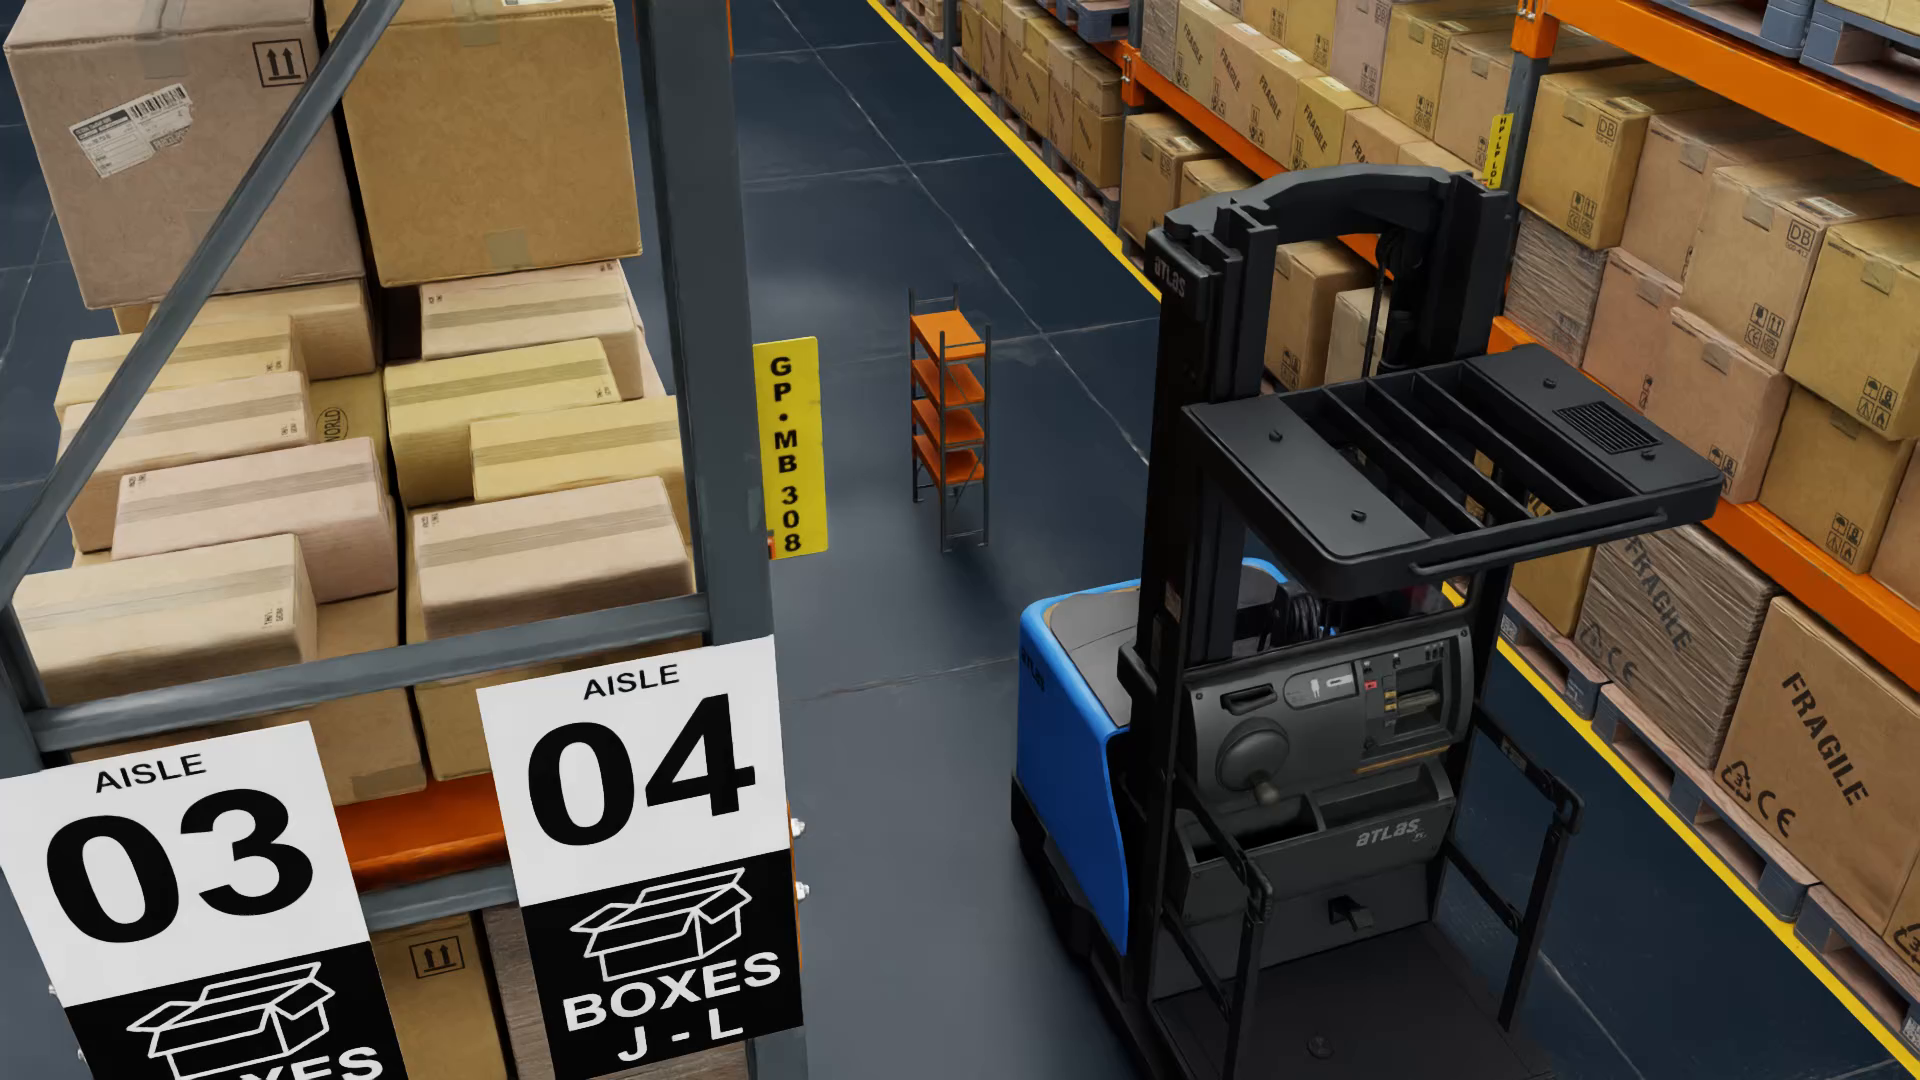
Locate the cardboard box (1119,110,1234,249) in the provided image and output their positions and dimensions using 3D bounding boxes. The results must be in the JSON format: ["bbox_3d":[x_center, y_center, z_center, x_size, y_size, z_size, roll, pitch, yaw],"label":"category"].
[{"bbox_3d":[1.668,-2.290,10.654,1.050,0.750,0.750,-10,35,-15],"label":"cardboard box"}]

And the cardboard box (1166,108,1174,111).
[{"bbox_3d":[1.595,-2.935,11.857,0.500,0.500,0.500,-11,35,-17],"label":"cardboard box"}]

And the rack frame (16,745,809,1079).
[{"bbox_3d":[-0.746,1.593,3.118,1.000,3.000,0.127,-10,35,-15],"label":"rack frame"}]

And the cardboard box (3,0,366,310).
[{"bbox_3d":[-1.460,-0.804,3.211,0.500,0.500,0.500,-10,35,-15],"label":"cardboard box"}]

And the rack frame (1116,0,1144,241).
[{"bbox_3d":[1.568,-3.388,10.656,1.000,3.000,0.127,-10,35,-15],"label":"rack frame"}]

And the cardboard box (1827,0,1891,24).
[{"bbox_3d":[2.966,-1.735,5.190,0.380,0.149,0.250,-10,35,-15],"label":"cardboard box"}]

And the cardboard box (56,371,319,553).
[{"bbox_3d":[-1.284,-0.137,2.790,0.380,0.149,0.250,-12,35,-17],"label":"cardboard box"}]

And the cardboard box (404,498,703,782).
[{"bbox_3d":[-0.647,0.108,2.781,0.500,0.250,0.500,-9,35,-13],"label":"cardboard box"}]

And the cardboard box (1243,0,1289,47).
[{"bbox_3d":[2.010,-3.075,9.185,0.700,0.500,0.500,-11,35,-15],"label":"cardboard box"}]

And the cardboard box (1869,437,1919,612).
[{"bbox_3d":[3.612,-0.038,5.450,0.875,0.550,0.550,-10,35,-15],"label":"cardboard box"}]

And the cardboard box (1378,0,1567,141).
[{"bbox_3d":[2.472,-2.276,7.976,0.700,0.500,0.500,-11,35,-16],"label":"cardboard box"}]

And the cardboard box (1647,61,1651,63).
[{"bbox_3d":[5.852,-4.408,13.746,0.875,0.875,0.875,-10,35,-14],"label":"cardboard box"}]

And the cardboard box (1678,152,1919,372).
[{"bbox_3d":[3.180,-1.026,5.966,0.875,0.550,0.550,-10,35,-15],"label":"cardboard box"}]

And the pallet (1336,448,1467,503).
[{"bbox_3d":[2.481,-0.517,8.841,1.003,0.211,1.213,-10,35,-15],"label":"pallet"}]

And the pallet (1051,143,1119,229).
[{"bbox_3d":[1.331,-2.635,12.046,1.003,0.211,1.213,-10,35,-15],"label":"pallet"}]

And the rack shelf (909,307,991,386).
[{"bbox_3d":[-0.050,-0.915,7.834,0.258,0.148,0.480,-10,35,-15],"label":"rack shelf"}]

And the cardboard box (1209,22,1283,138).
[{"bbox_3d":[1.759,-2.617,9.399,0.500,0.500,0.500,-10,35,-15],"label":"cardboard box"}]

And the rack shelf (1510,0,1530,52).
[{"bbox_3d":[2.178,-3.289,8.439,1.077,0.370,4.000,-10,35,-15],"label":"rack shelf"}]

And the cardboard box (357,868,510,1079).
[{"bbox_3d":[-1.149,0.763,3.107,0.500,0.500,0.500,-10,35,-15],"label":"cardboard box"}]

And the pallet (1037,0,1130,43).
[{"bbox_3d":[1.249,-3.664,11.248,1.213,0.211,1.003,-10,35,-15],"label":"pallet"}]

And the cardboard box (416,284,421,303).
[{"bbox_3d":[-0.974,-0.634,3.542,0.380,0.149,0.250,-12,35,-17],"label":"cardboard box"}]

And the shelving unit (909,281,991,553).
[{"bbox_3d":[-0.050,-0.587,8.051,0.258,1.200,0.503,-10,35,-15],"label":"shelving unit"}]

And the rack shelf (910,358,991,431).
[{"bbox_3d":[-0.050,-0.718,7.965,0.258,0.148,0.480,-10,35,-15],"label":"rack shelf"}]

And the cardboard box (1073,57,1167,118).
[{"bbox_3d":[1.110,-3.148,11.500,0.500,0.250,0.500,-11,35,-16],"label":"cardboard box"}]

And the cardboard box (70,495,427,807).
[{"bbox_3d":[-1.135,0.194,2.651,0.500,0.250,0.500,-9,35,-14],"label":"cardboard box"}]

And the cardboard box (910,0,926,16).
[{"bbox_3d":[-0.238,-4.901,15.151,0.380,0.149,0.250,-11,35,-16],"label":"cardboard box"}]

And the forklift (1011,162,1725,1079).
[{"bbox_3d":[1.176,0.572,4.726,1.130,2.935,3.031,-11,35,-16],"label":"forklift"}]

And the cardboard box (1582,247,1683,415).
[{"bbox_3d":[3.101,-0.874,6.716,0.875,0.550,0.550,-10,35,-15],"label":"cardboard box"}]

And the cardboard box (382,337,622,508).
[{"bbox_3d":[-0.791,-0.210,2.900,0.380,0.149,0.250,-11,35,-16],"label":"cardboard box"}]

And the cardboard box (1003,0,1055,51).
[{"bbox_3d":[0.638,-3.953,12.718,0.500,0.250,0.500,-9,34,-13],"label":"cardboard box"}]

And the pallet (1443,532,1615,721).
[{"bbox_3d":[2.946,0.288,7.623,1.003,0.211,1.213,-10,35,-15],"label":"pallet"}]

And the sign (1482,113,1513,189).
[{"bbox_3d":[2.274,-1.642,7.035,0.100,0.325,0.005,-10,35,-15],"label":"sign"}]

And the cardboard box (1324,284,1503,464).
[{"bbox_3d":[2.513,-0.835,8.453,1.050,0.750,0.750,-10,35,-15],"label":"cardboard box"}]

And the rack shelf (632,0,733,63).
[{"bbox_3d":[-1.356,-1.658,3.253,1.077,0.370,4.000,-10,35,-15],"label":"rack shelf"}]

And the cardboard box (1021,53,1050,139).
[{"bbox_3d":[0.787,-3.370,12.516,0.500,0.500,0.500,-12,35,-17],"label":"cardboard box"}]

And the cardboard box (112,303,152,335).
[{"bbox_3d":[-1.518,-0.540,3.399,0.380,0.149,0.250,-12,35,-17],"label":"cardboard box"}]

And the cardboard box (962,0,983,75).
[{"bbox_3d":[0.321,-4.188,13.753,0.500,0.500,0.500,-9,34,-13],"label":"cardboard box"}]

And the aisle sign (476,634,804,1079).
[{"bbox_3d":[-0.442,0.491,2.429,0.394,0.787,0.004,-10,35,-15],"label":"aisle sign"}]

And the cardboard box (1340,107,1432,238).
[{"bbox_3d":[2.220,-1.824,8.199,0.500,0.500,0.500,-10,35,-15],"label":"cardboard box"}]

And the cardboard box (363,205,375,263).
[{"bbox_3d":[-1.597,-0.601,3.855,0.500,0.250,0.500,-11,35,-16],"label":"cardboard box"}]

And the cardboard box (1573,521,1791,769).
[{"bbox_3d":[3.192,0.238,6.715,0.875,0.875,0.875,-10,35,-14],"label":"cardboard box"}]
